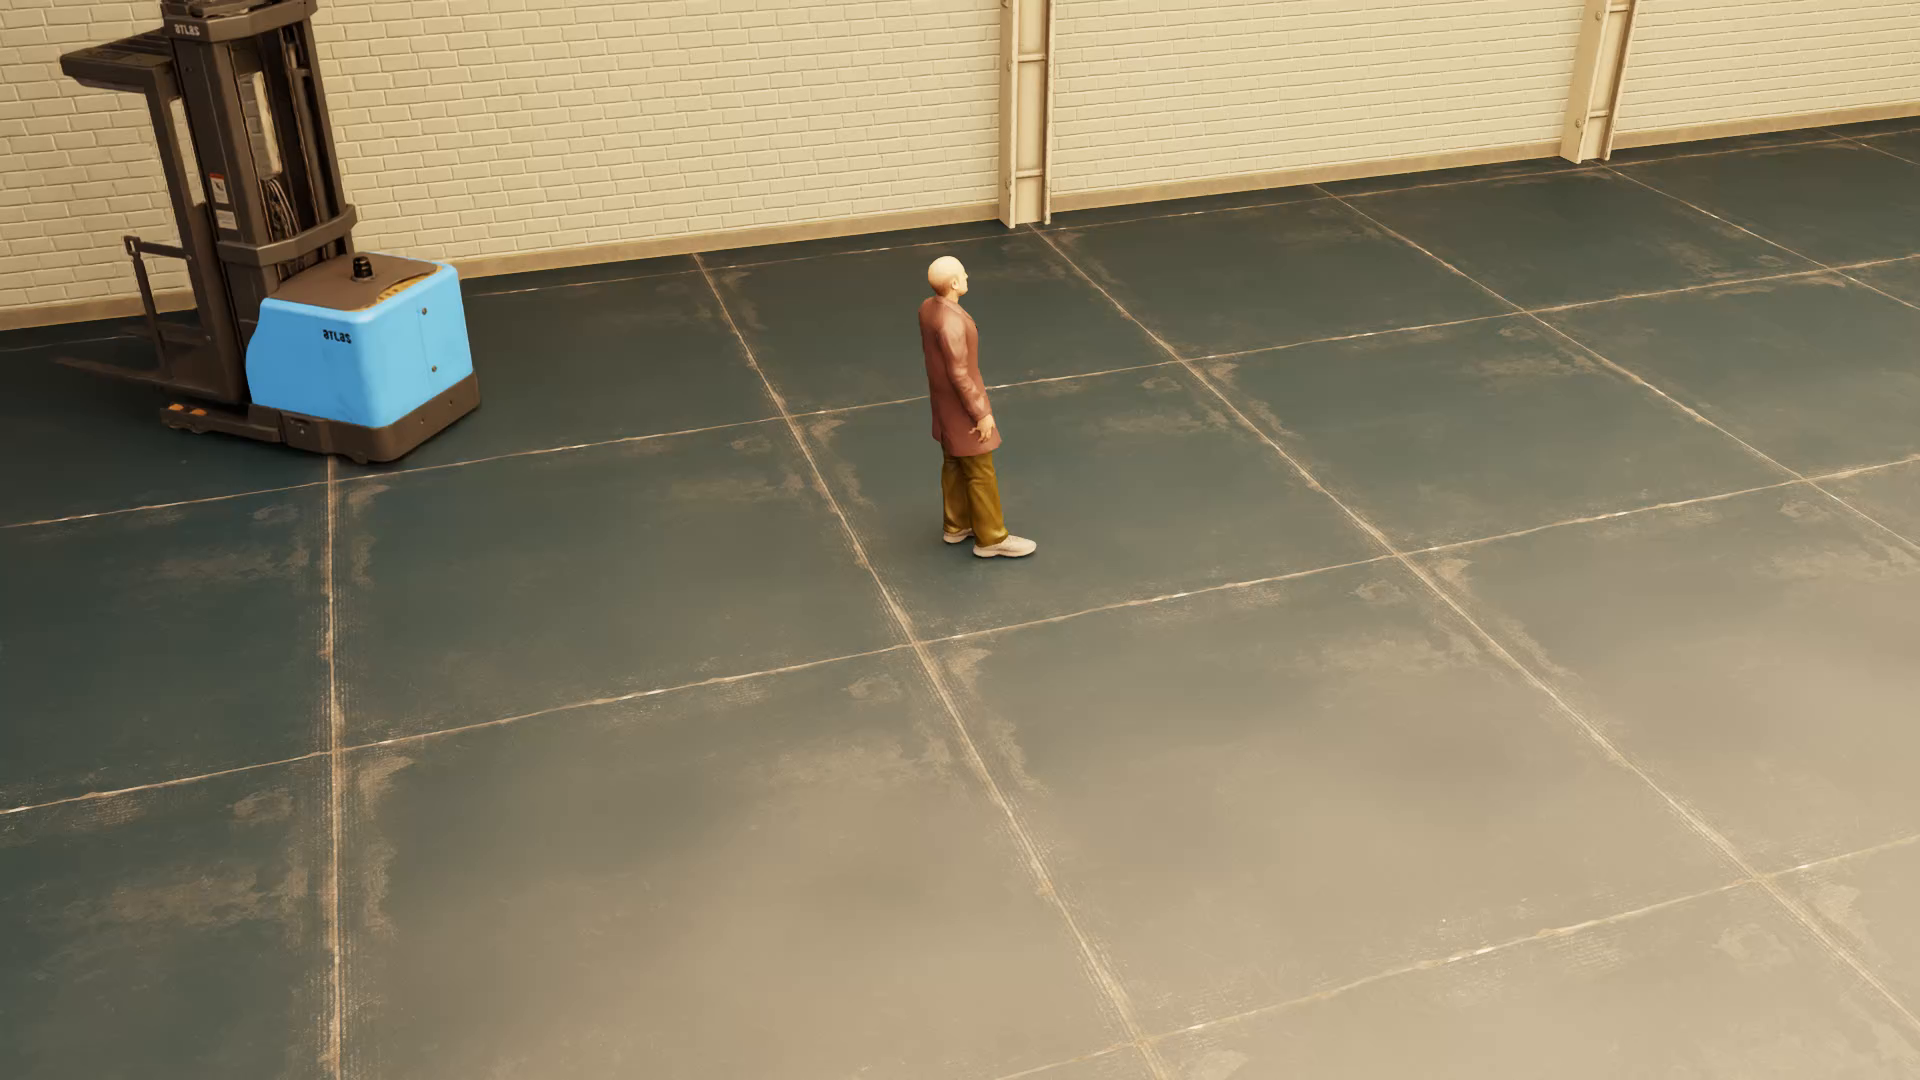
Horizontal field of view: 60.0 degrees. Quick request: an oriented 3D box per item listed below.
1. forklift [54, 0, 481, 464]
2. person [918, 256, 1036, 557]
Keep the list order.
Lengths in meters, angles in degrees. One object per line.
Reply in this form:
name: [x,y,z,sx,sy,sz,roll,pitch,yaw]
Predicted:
forklift: [-4.895,-2.222,10.948,3.031,2.935,1.130,11,32,19]
person: [0.088,-0.789,9.601,0.579,1.778,0.696,-10,31,-16]
